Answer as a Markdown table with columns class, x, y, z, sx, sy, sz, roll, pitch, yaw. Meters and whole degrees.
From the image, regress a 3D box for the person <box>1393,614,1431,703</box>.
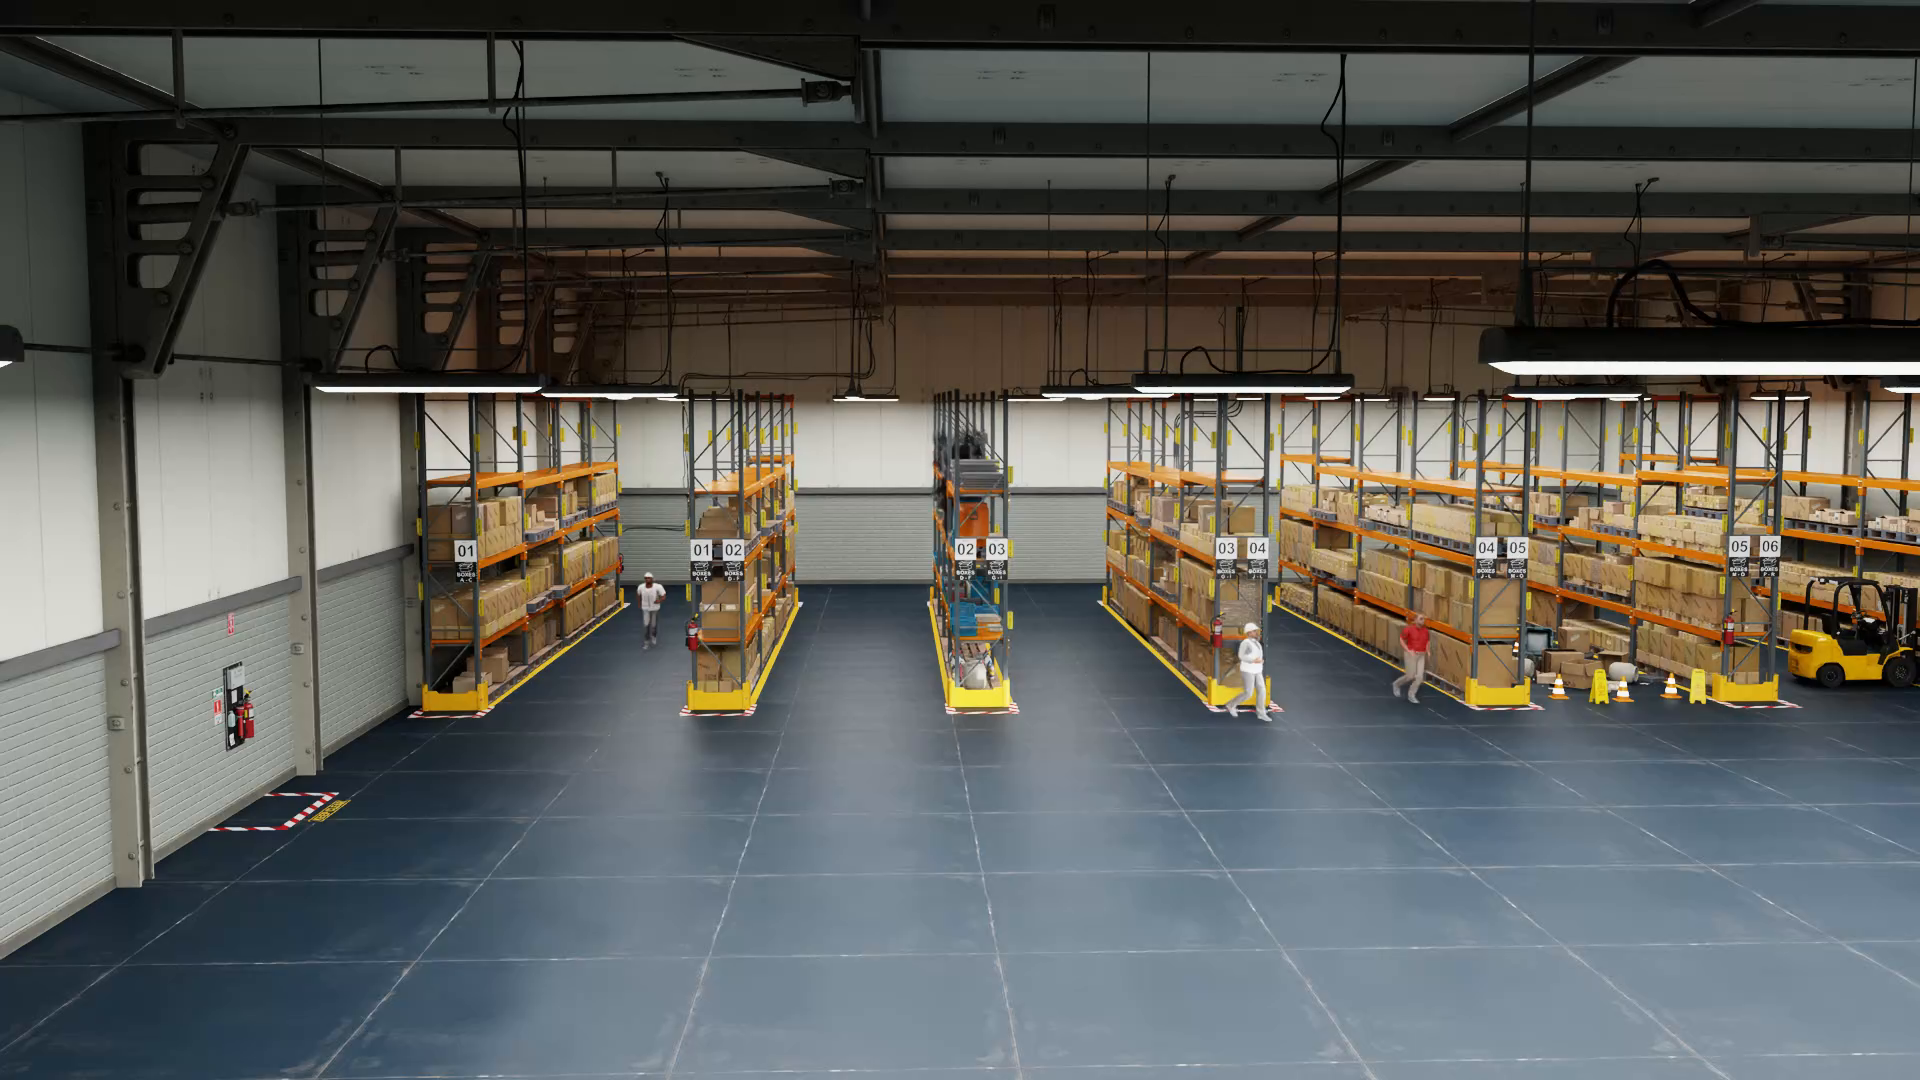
| class | x | y | z | sx | sy | sz | roll | pitch | yaw |
| --- | --- | --- | --- | --- | --- | --- | --- | --- | --- |
| person | 8.803 | 2.264 | 32.161 | 0.674 | 1.685 | 0.664 | -2 | 5 | -19 |

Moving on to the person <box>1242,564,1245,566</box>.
| class | x | y | z | sx | sy | sz | roll | pitch | yaw |
| --- | --- | --- | --- | --- | --- | --- | --- | --- | --- |
| person | 7.929 | 0.990 | 48.118 | 0.730 | 1.621 | 0.847 | 4 | 6 | 40 |

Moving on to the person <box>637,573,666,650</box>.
| class | x | y | z | sx | sy | sz | roll | pitch | yaw |
| --- | --- | --- | --- | --- | --- | --- | --- | --- | --- |
| person | -7.252 | 1.667 | 39.126 | 0.704 | 1.835 | 0.739 | 0 | 5 | -2 |

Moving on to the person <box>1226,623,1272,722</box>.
| class | x | y | z | sx | sy | sz | roll | pitch | yaw |
| --- | --- | --- | --- | --- | --- | --- | --- | --- | --- |
| person | 5.240 | 2.380 | 30.077 | 0.873 | 1.786 | 0.687 | 2 | 5 | 27 |
